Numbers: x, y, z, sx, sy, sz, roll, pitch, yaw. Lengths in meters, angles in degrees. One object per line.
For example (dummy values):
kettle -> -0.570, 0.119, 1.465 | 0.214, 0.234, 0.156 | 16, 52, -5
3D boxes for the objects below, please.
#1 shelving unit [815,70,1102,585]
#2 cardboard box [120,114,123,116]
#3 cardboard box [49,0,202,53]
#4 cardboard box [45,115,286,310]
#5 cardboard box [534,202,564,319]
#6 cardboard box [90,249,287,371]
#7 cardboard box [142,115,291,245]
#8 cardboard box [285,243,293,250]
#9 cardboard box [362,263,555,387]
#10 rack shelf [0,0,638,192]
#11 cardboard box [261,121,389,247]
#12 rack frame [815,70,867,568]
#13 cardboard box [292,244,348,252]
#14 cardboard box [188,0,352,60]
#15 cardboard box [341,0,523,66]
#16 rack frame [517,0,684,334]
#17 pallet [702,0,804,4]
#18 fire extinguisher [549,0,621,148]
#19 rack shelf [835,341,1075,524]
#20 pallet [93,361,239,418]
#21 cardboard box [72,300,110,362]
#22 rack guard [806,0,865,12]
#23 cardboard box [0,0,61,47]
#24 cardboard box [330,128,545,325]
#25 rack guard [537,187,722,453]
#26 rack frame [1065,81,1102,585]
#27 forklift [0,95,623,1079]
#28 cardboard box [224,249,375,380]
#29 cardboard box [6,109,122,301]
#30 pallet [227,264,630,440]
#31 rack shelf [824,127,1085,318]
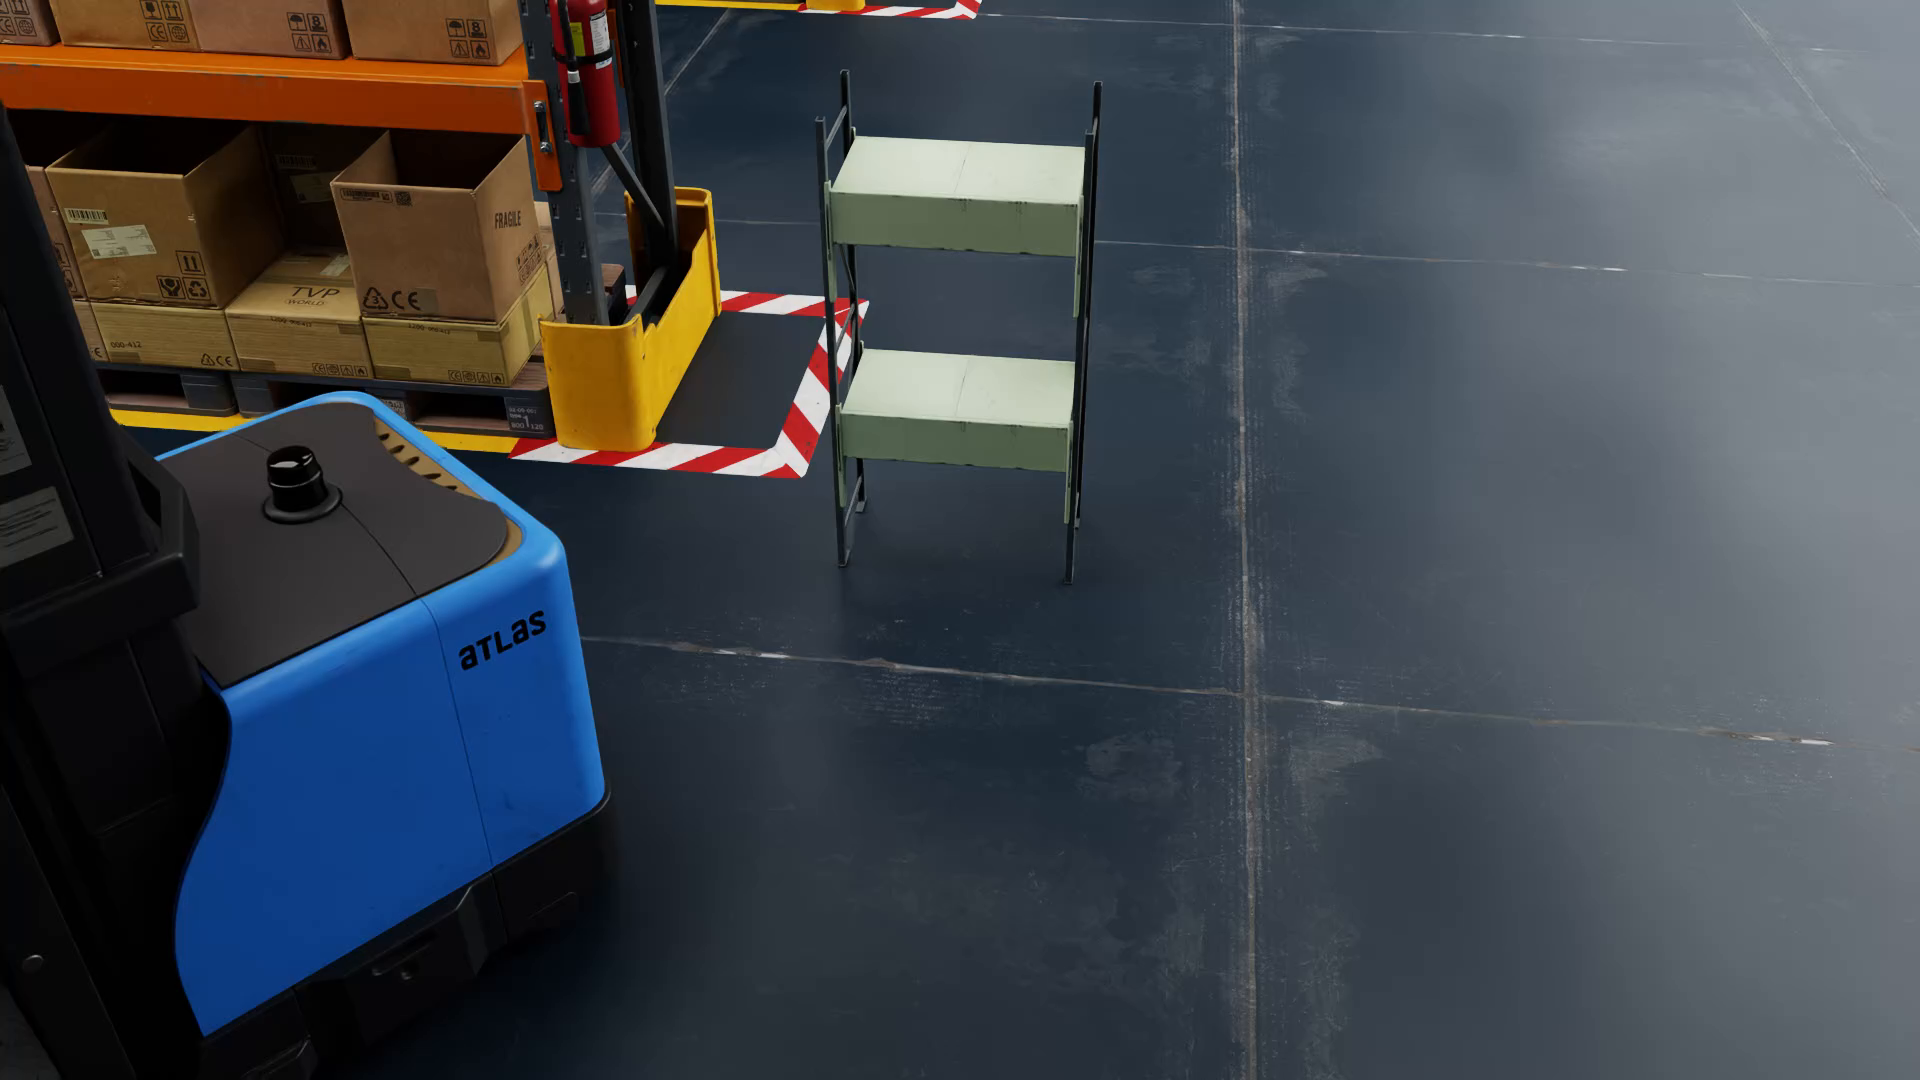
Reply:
shelving unit -> 0.007, -0.610, 5.055 | 0.755, 1.500, 0.431 | 4, 36, 6
cardboard box -> -3.229, -1.516, 6.393 | 0.500, 0.500, 0.500 | 4, 36, 6
cardboard box -> -2.713, -2.038, 5.678 | 0.500, 0.500, 0.700 | 4, 36, 6
cardboard box -> -2.801, -1.169, 5.907 | 0.500, 0.500, 0.500 | 4, 36, 6
cardboard box -> -1.741, -1.098, 6.453 | 0.500, 0.250, 0.500 | 4, 36, 6
cardboard box -> -2.801, -0.866, 6.128 | 0.500, 0.250, 0.500 | 4, 36, 6
cardboard box -> -2.735, -1.469, 6.327 | 0.500, 0.500, 0.500 | 4, 36, 6
cardboard box -> -2.734, -1.170, 6.554 | 0.500, 0.250, 0.500 | 4, 36, 6
cardboard box -> -1.807, -0.800, 6.035 | 0.500, 0.250, 0.500 | 4, 36, 6
rack shelf -> -3.222, -1.734, 5.958 | 4.000, 0.370, 1.077 | 4, 36, 6
cardboard box -> -2.238, -1.439, 6.286 | 0.500, 0.500, 0.500 | 4, 36, 6
rack frame -> -0.356, -0.637, 5.093 | 0.023, 1.500, 0.400 | 4, 36, 6
cardboard box -> -2.238, -1.133, 6.502 | 0.500, 0.250, 0.500 | 4, 36, 6
cardboard box -> -2.221, -1.997, 5.622 | 0.500, 0.500, 0.700 | 5, 36, 7
cardboard box -> -1.699, -1.961, 5.571 | 0.500, 0.500, 0.700 | 4, 36, 6
rack frame -> -1.238, -1.879, 5.541 | 0.127, 3.000, 1.000 | 4, 36, 6
pallet -> -1.490, -3.639, 10.408 | 1.213, 0.211, 1.003 | 4, 36, 6
fire extinguisher -> -1.180, -1.571, 5.177 | 0.183, 0.674, 0.296 | 4, 36, 6
rack shelf -> 0.007, -0.345, 5.244 | 0.720, 0.370, 0.431 | 4, 36, 6
pallet -> -3.208, -0.868, 6.525 | 1.213, 0.211, 1.003 | 4, 36, 6
cardboard box -> -3.297, -0.904, 6.181 | 0.500, 0.250, 0.500 | 4, 36, 6
rack guard -> -0.685, -3.694, 10.236 | 0.348, 0.500, 1.175 | 4, 36, 6
cardboard box -> -3.235, -2.074, 5.729 | 0.500, 0.500, 0.700 | 5, 36, 7
cardboard box -> -1.808, -1.104, 5.816 | 0.500, 0.500, 0.500 | 4, 36, 6
rack guard -> -1.214, -0.860, 6.265 | 0.348, 0.500, 1.175 | 4, 36, 6
rack frame -> 0.370, -0.583, 5.017 | 0.023, 1.500, 0.400 | 4, 36, 6
forklift -> -2.269, 0.074, 2.865 | 3.031, 2.935, 1.130 | -29, 45, -34
cardboard box -> -2.305, -0.830, 6.077 | 0.500, 0.250, 0.500 | 4, 36, 6
cardboard box -> -3.297, -1.207, 5.960 | 0.500, 0.500, 0.500 | 4, 36, 6
pallet -> -2.002, -0.776, 6.397 | 1.213, 0.211, 1.003 | 4, 36, 6
rack shelf -> 0.007, -0.928, 4.828 | 0.720, 0.370, 0.431 | 4, 36, 6
